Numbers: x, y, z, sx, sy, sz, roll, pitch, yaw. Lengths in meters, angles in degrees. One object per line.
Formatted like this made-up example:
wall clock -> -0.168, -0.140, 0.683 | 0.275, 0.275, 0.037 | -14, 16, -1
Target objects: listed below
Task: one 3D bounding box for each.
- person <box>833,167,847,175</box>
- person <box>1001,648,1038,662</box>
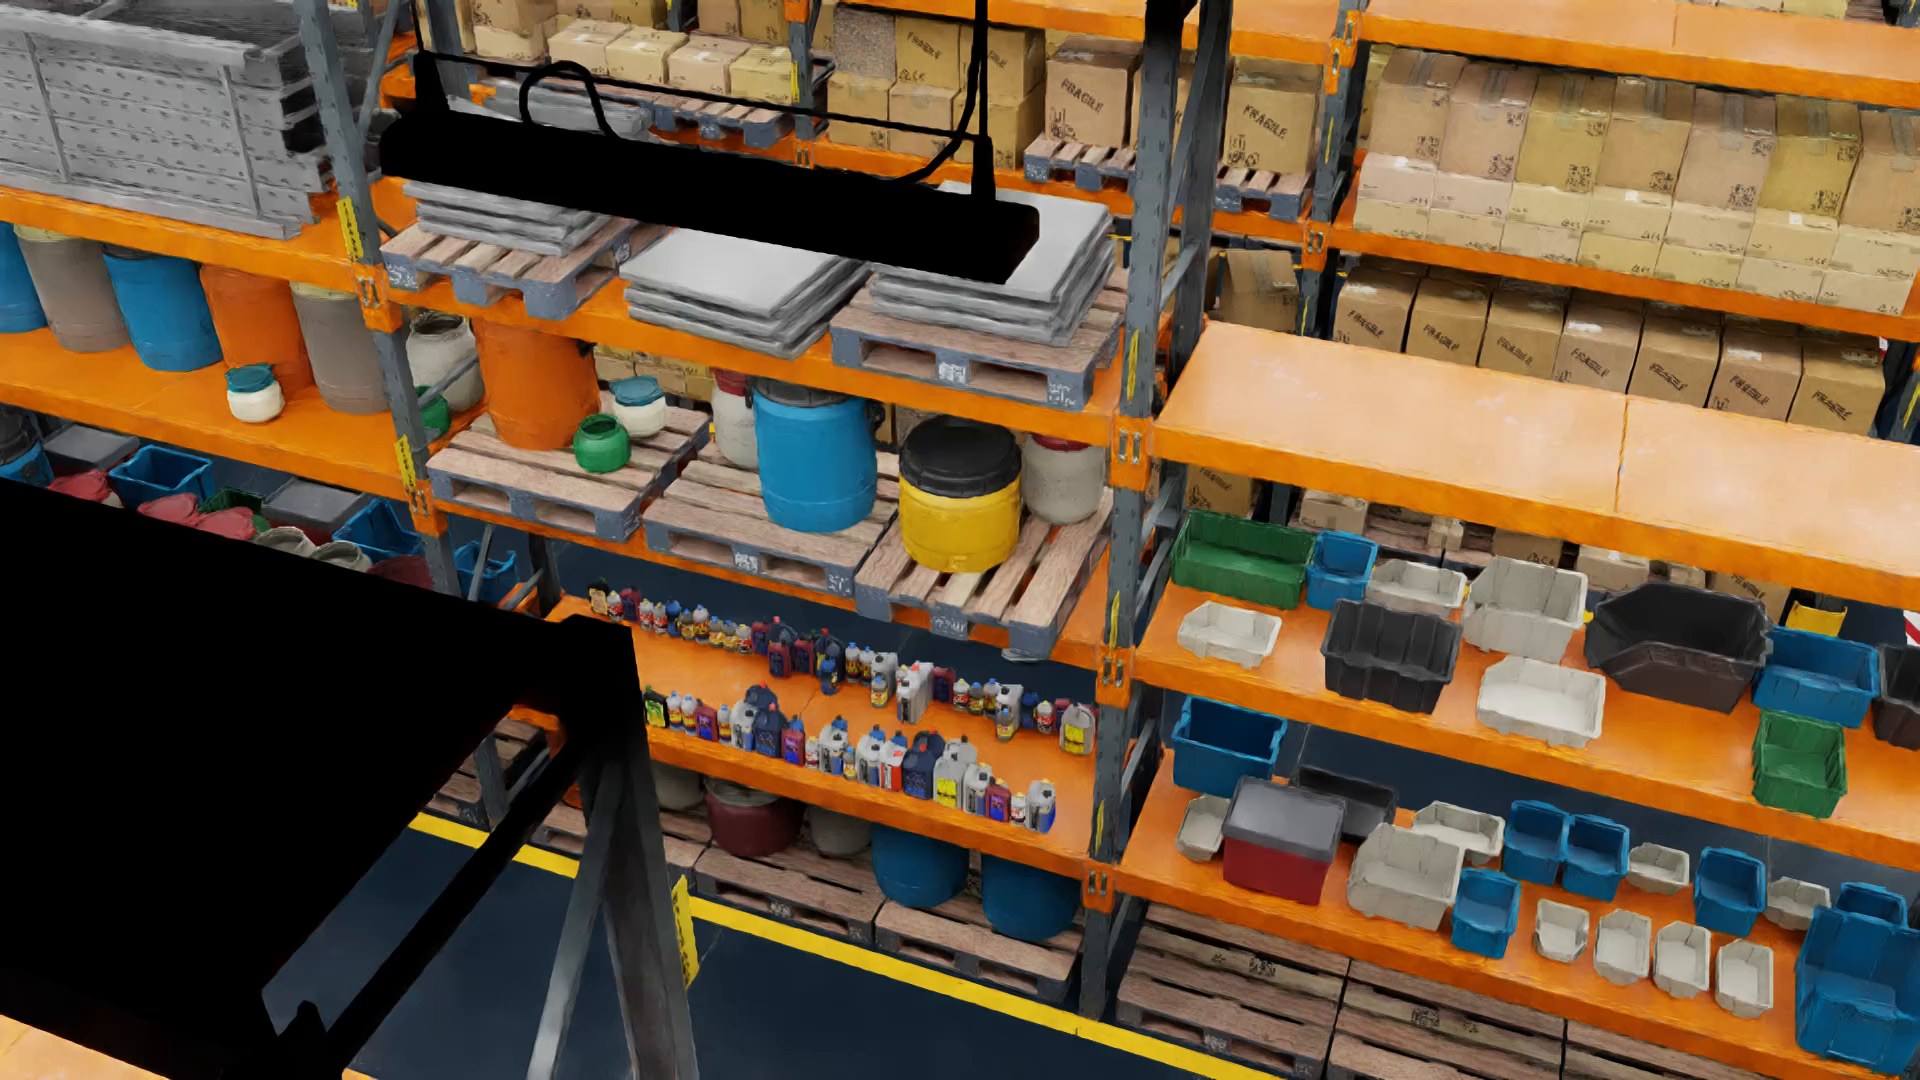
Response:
person -> -1.042, -2.814, 15.771 | 0.477, 1.675, 0.493 | -25, 43, -30
person -> 0.363, 0.123, 11.874 | 0.498, 1.628, 0.639 | 11, 38, 15
